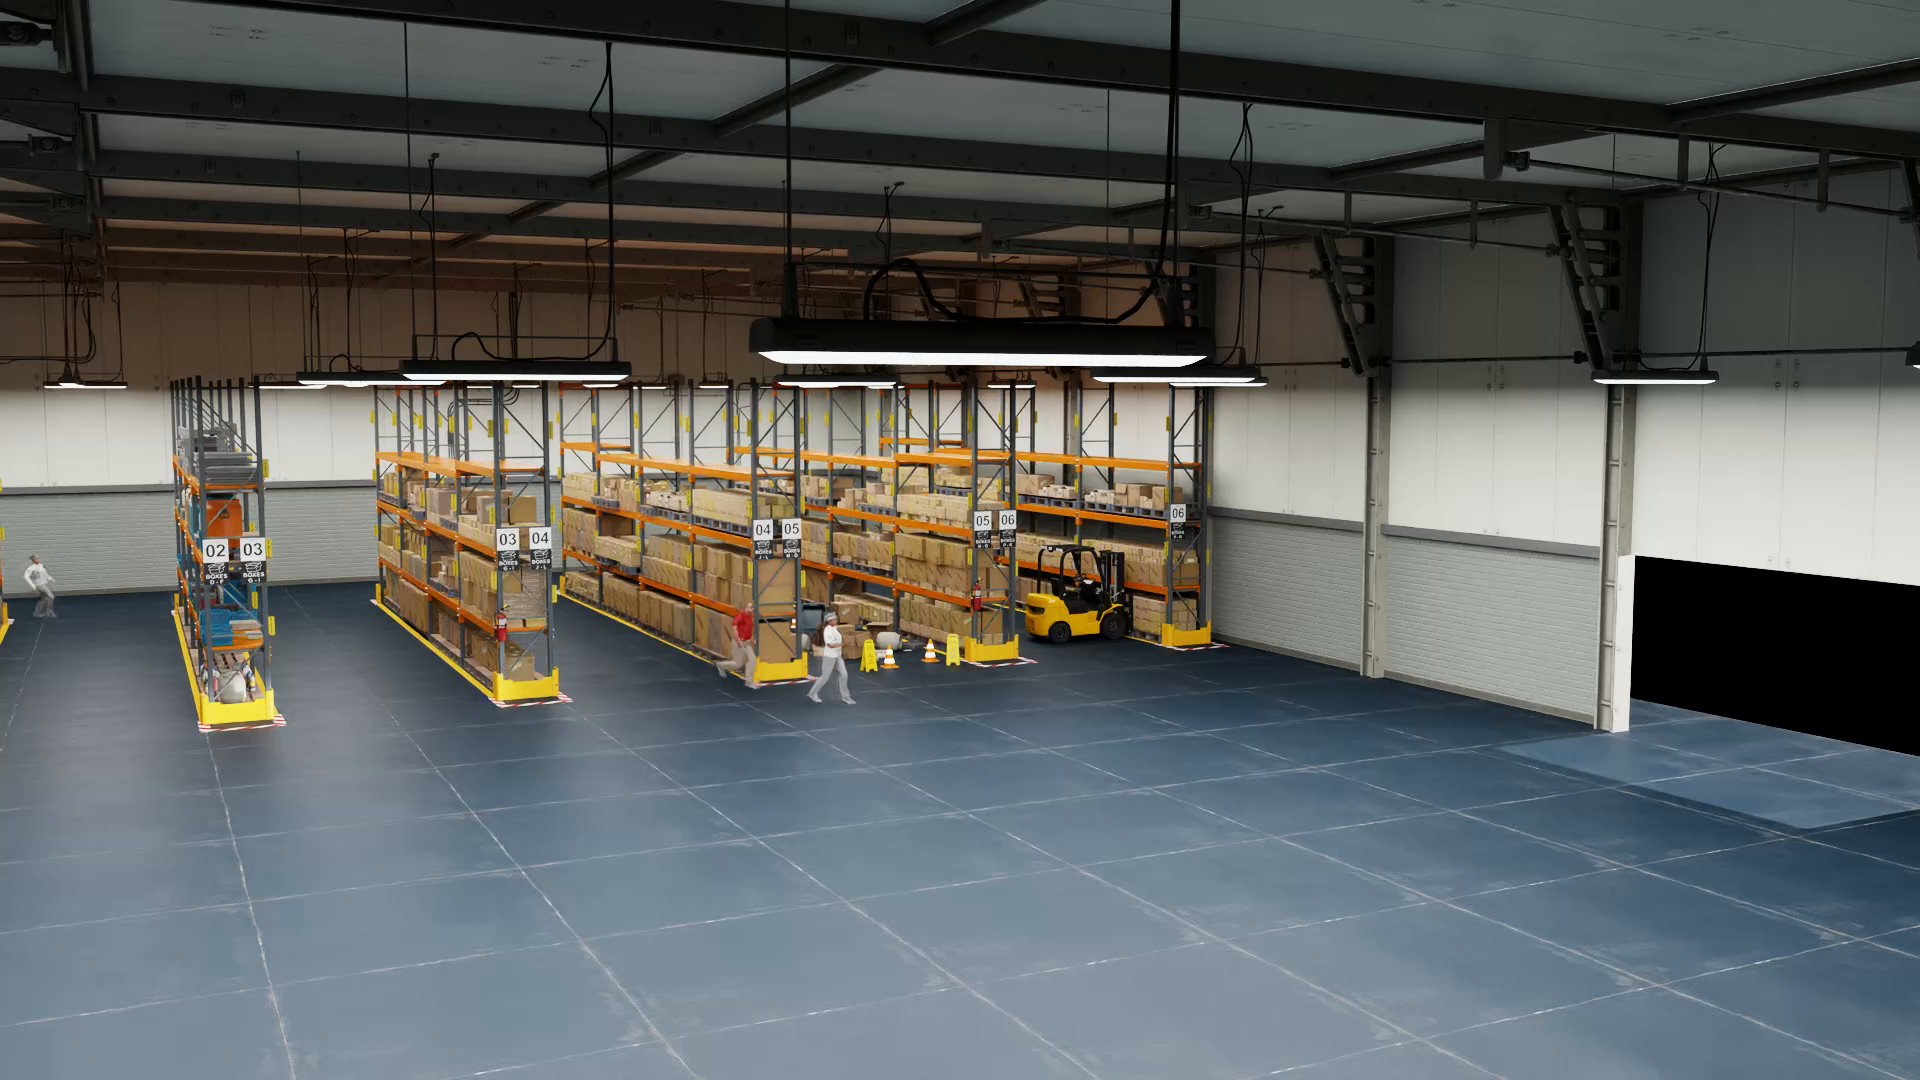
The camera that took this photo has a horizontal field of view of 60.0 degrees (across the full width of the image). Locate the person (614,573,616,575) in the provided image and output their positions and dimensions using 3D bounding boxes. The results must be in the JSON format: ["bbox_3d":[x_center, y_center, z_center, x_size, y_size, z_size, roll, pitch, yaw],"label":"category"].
[{"bbox_3d":[-10.363,0.349,50.423,0.554,1.559,0.749,3,6,29],"label":"person"}]

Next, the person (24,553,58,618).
[{"bbox_3d":[-23.216,1.175,42.045,0.632,1.699,0.656,0,5,-5],"label":"person"}]

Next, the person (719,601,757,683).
[{"bbox_3d":[-4.315,1.977,32.264,0.719,1.590,0.670,2,5,19],"label":"person"}]

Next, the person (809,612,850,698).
[{"bbox_3d":[-2.384,2.096,30.375,0.733,1.592,0.529,2,5,18],"label":"person"}]
